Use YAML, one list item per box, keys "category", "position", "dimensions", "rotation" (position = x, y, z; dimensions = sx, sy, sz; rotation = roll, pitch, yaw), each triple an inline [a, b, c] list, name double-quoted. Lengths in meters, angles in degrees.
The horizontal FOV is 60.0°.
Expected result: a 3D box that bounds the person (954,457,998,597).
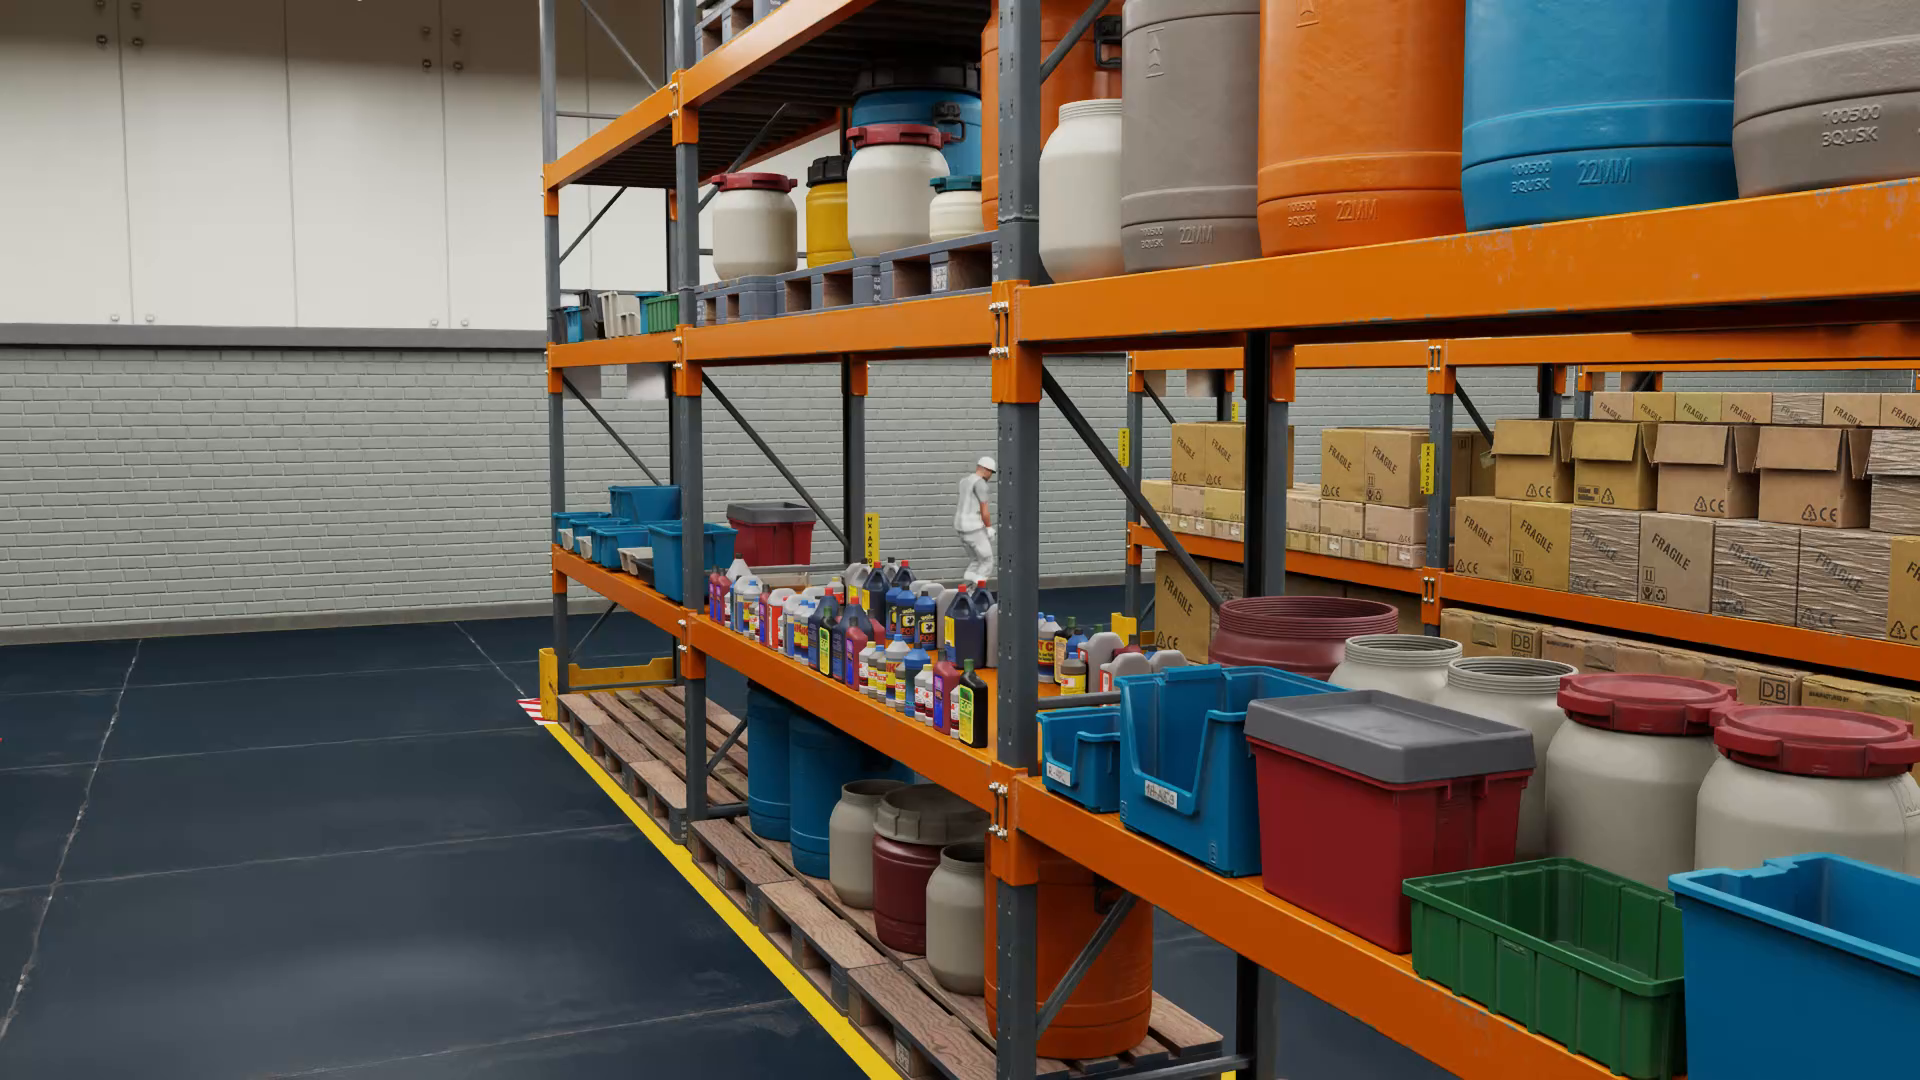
- category: "person"
  position: [0.197, -0.107, 19.124]
  dimensions: [0.517, 1.698, 0.554]
  rotation: [-2, 6, -22]
